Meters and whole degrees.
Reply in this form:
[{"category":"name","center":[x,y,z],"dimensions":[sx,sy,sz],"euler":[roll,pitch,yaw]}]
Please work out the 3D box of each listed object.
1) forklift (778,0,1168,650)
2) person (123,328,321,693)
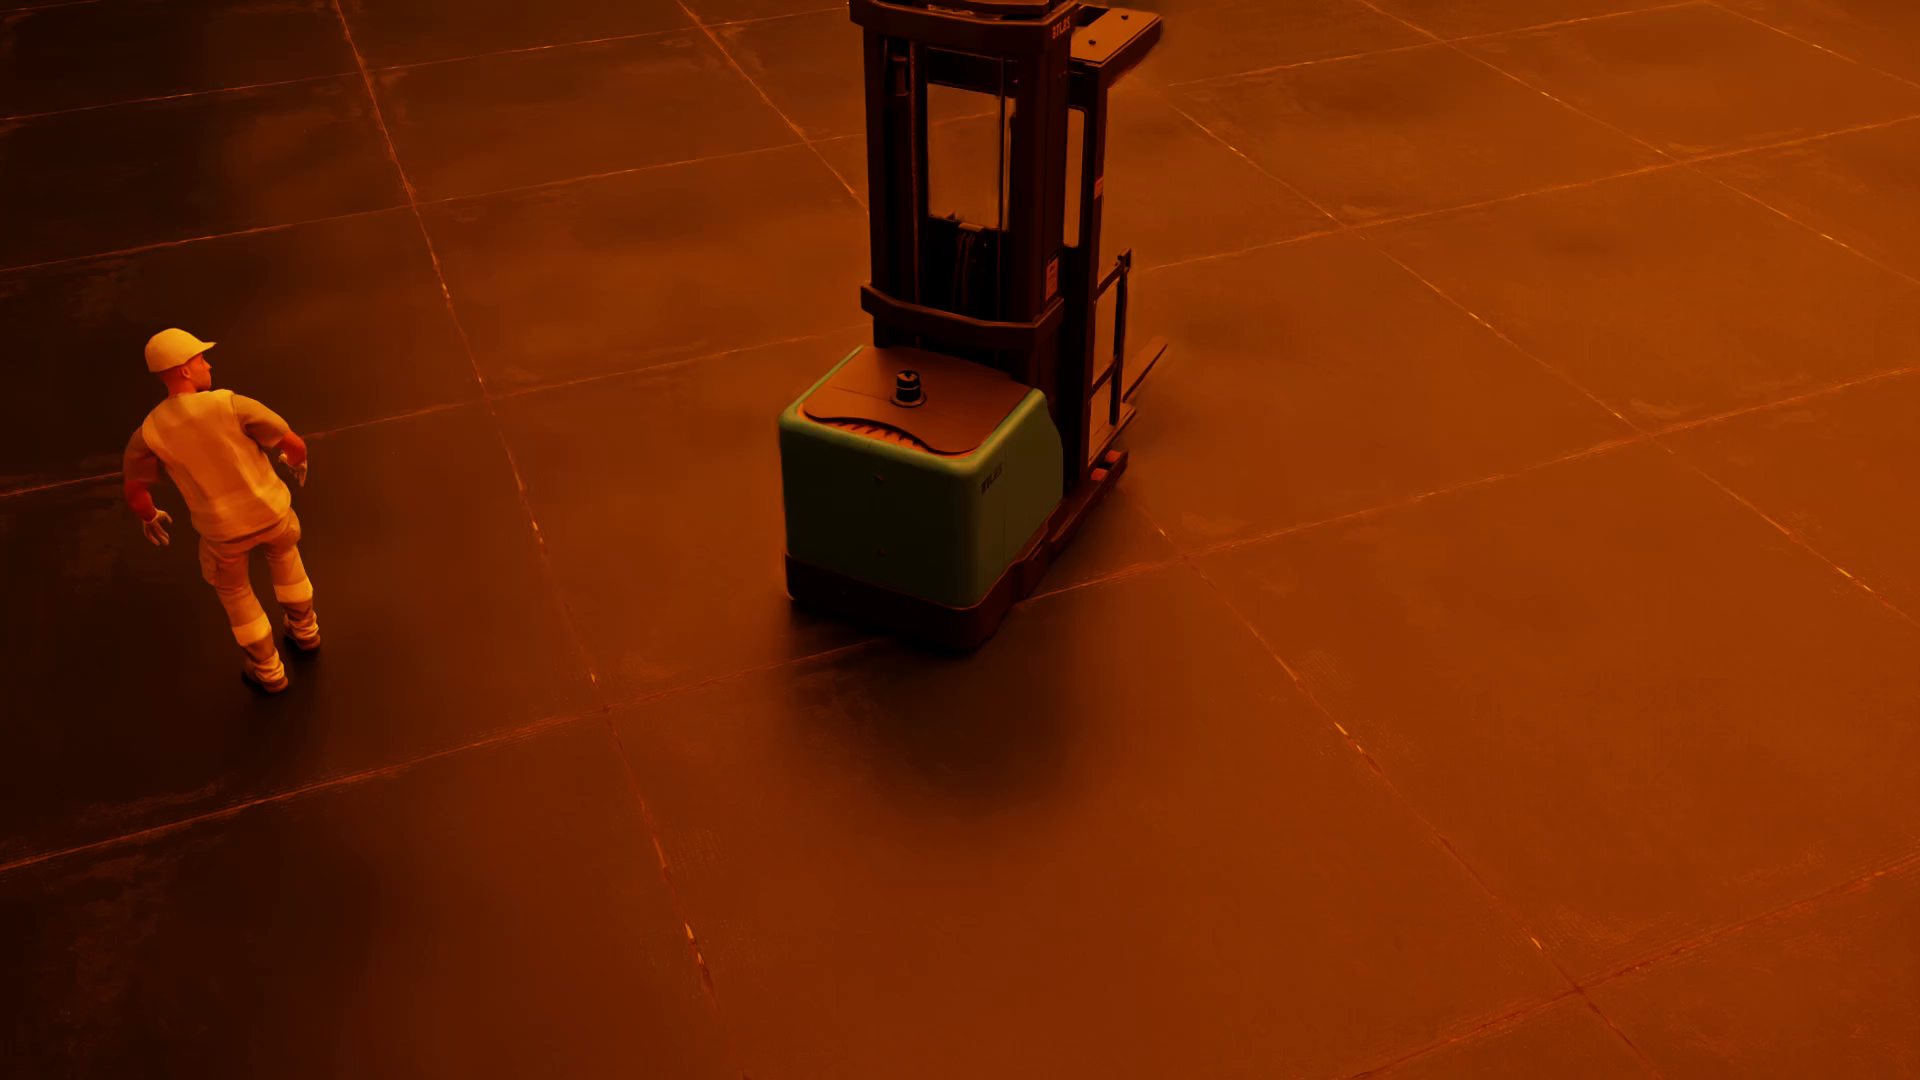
[{"category":"forklift","center":[0.263,-1.521,8.237],"dimensions":[1.130,2.935,3.031],"euler":[16,39,21]},{"category":"person","center":[-3.213,-0.130,7.307],"dimensions":[0.739,1.747,0.515],"euler":[-19,39,-24]}]
